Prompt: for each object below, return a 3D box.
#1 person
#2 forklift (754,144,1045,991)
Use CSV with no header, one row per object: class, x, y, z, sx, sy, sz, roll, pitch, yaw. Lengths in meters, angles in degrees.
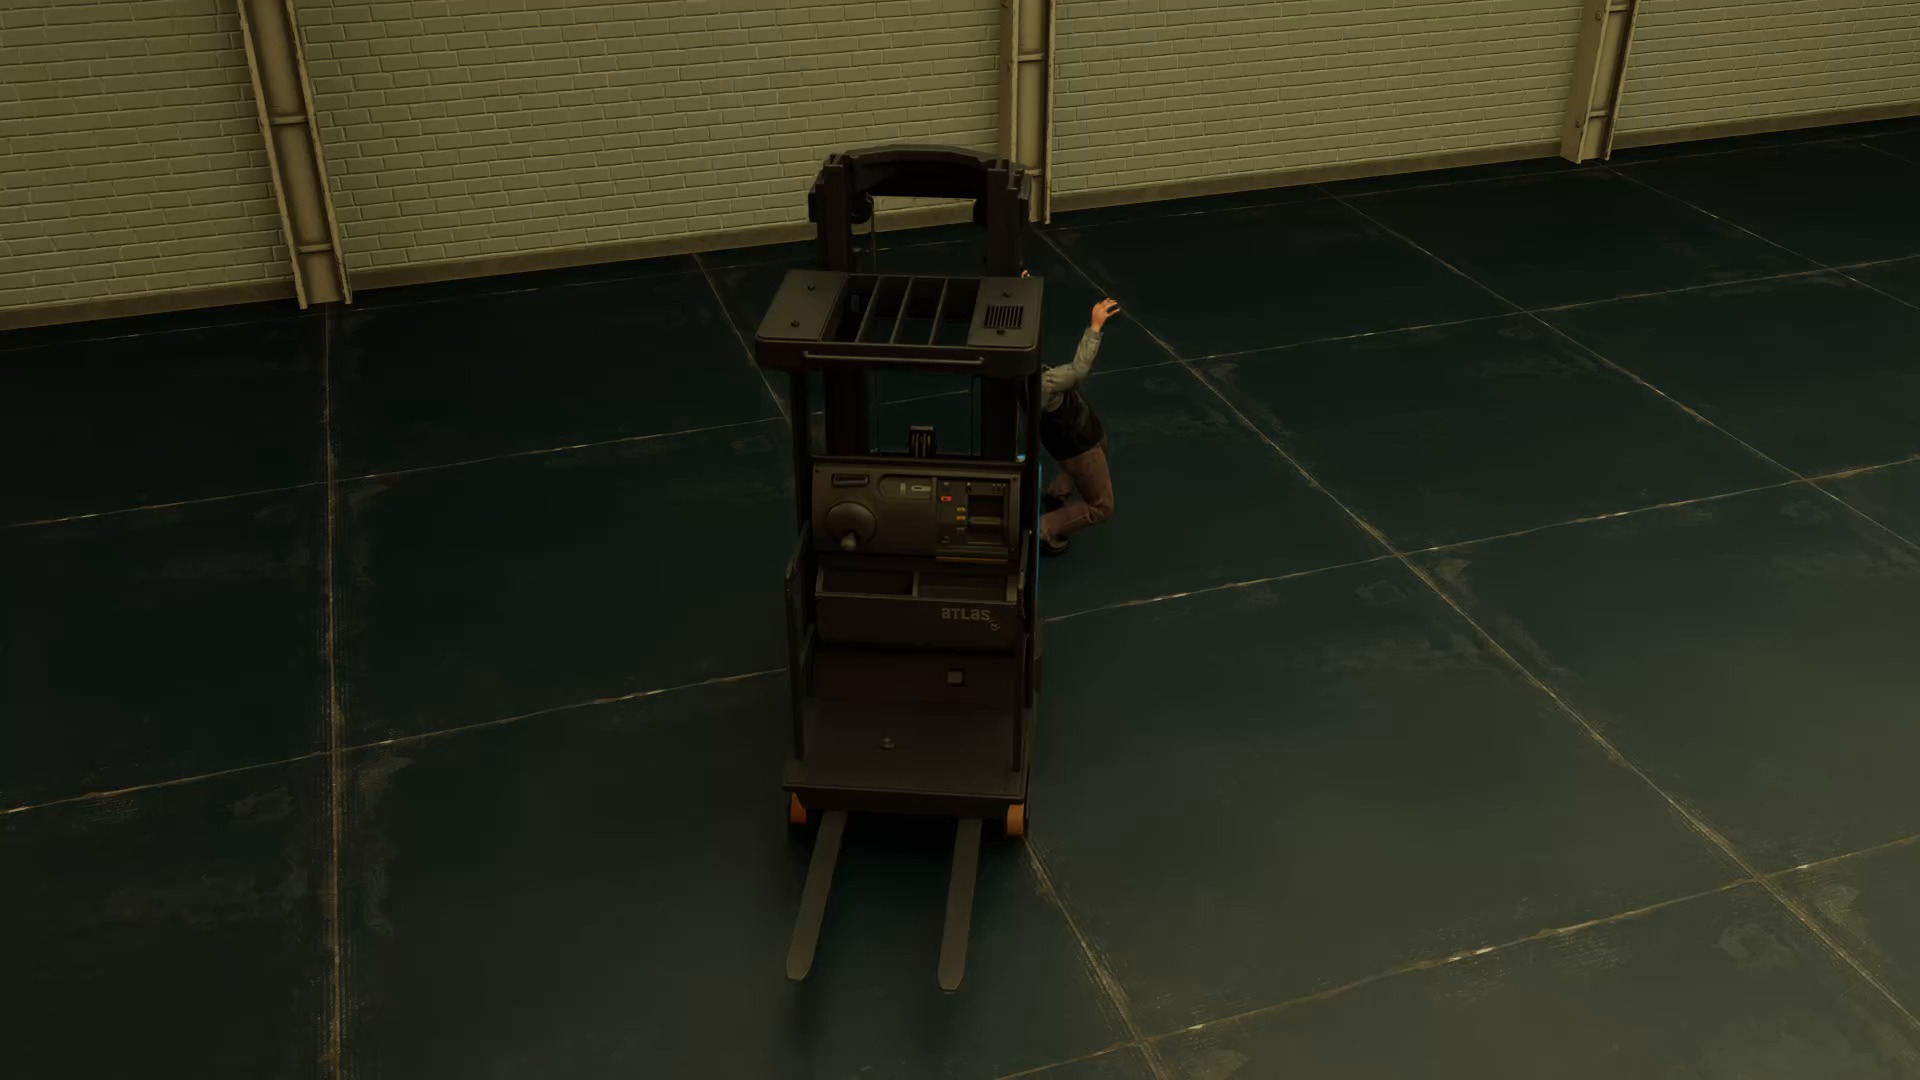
person,0.548,-0.752,9.735,0.788,1.631,1.015,-8,31,-13
forklift,-0.214,-0.080,7.226,1.130,2.935,3.031,3,30,4
